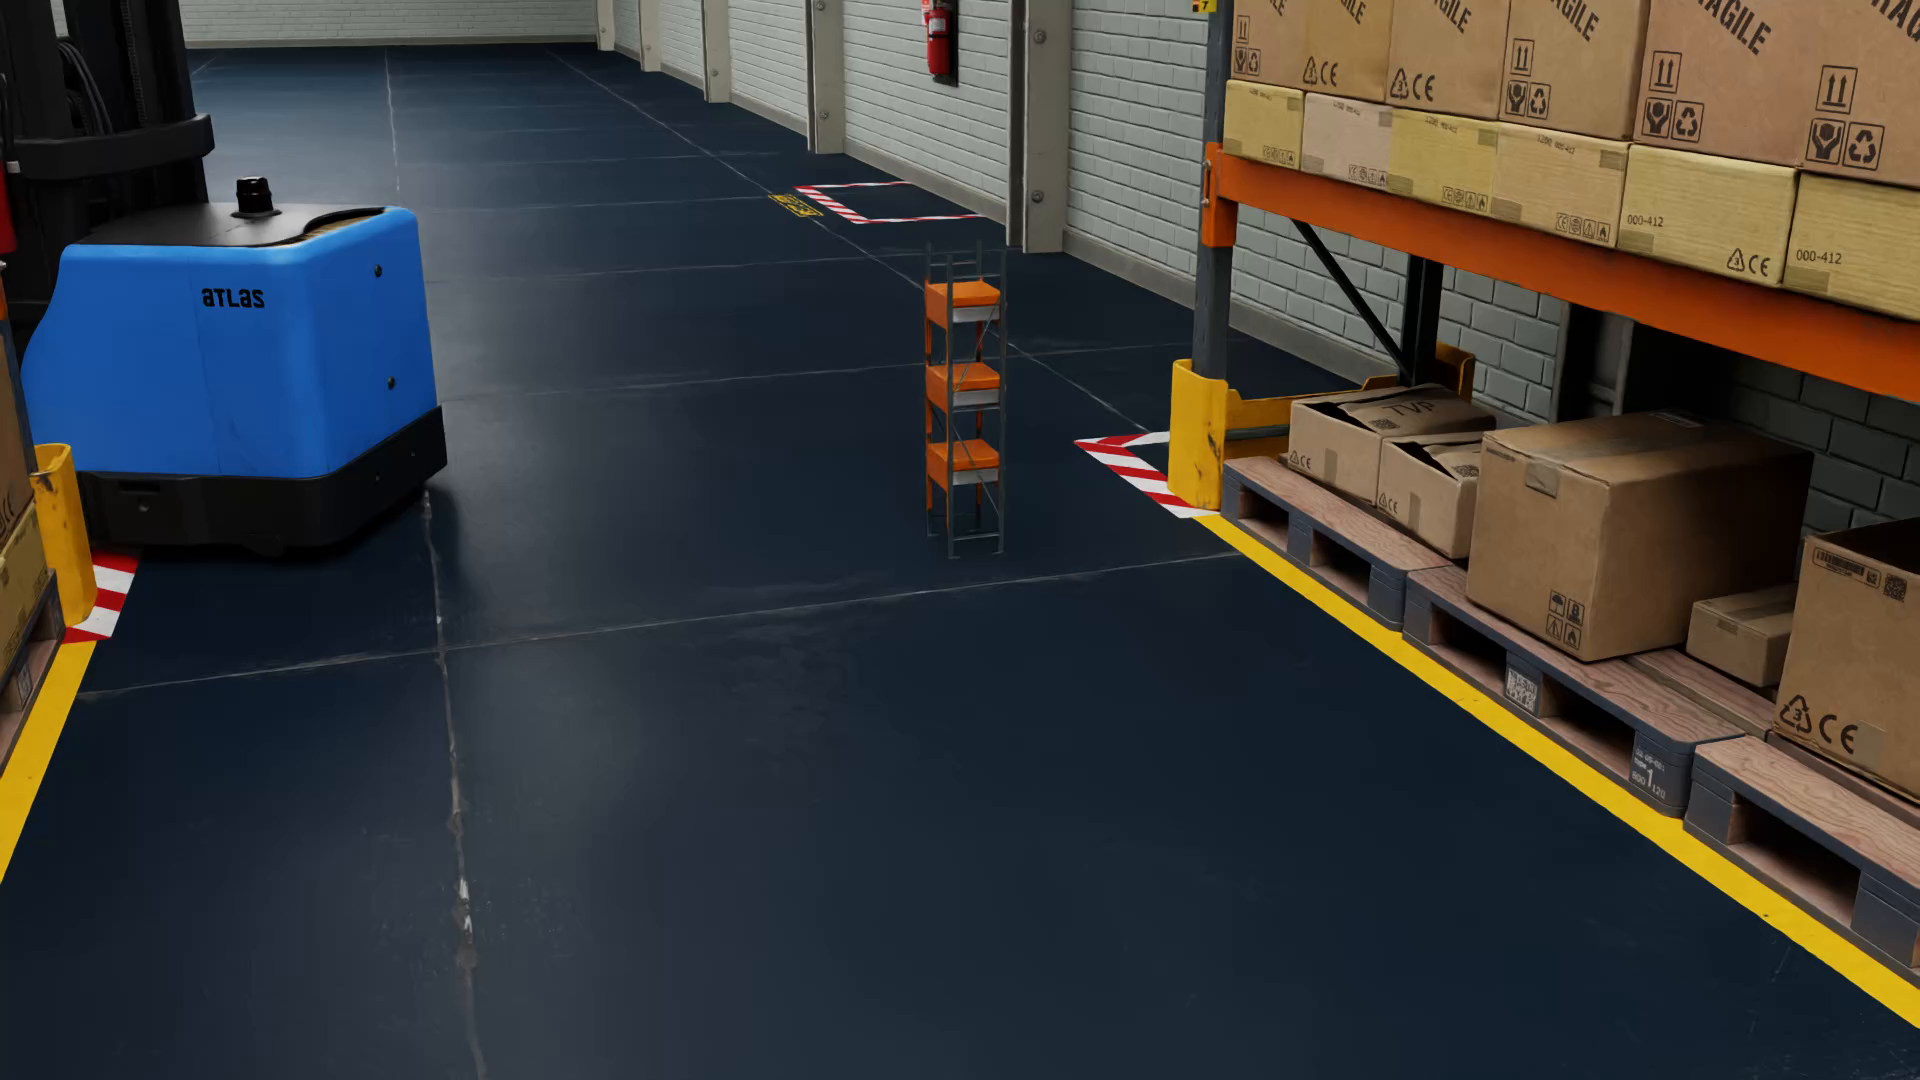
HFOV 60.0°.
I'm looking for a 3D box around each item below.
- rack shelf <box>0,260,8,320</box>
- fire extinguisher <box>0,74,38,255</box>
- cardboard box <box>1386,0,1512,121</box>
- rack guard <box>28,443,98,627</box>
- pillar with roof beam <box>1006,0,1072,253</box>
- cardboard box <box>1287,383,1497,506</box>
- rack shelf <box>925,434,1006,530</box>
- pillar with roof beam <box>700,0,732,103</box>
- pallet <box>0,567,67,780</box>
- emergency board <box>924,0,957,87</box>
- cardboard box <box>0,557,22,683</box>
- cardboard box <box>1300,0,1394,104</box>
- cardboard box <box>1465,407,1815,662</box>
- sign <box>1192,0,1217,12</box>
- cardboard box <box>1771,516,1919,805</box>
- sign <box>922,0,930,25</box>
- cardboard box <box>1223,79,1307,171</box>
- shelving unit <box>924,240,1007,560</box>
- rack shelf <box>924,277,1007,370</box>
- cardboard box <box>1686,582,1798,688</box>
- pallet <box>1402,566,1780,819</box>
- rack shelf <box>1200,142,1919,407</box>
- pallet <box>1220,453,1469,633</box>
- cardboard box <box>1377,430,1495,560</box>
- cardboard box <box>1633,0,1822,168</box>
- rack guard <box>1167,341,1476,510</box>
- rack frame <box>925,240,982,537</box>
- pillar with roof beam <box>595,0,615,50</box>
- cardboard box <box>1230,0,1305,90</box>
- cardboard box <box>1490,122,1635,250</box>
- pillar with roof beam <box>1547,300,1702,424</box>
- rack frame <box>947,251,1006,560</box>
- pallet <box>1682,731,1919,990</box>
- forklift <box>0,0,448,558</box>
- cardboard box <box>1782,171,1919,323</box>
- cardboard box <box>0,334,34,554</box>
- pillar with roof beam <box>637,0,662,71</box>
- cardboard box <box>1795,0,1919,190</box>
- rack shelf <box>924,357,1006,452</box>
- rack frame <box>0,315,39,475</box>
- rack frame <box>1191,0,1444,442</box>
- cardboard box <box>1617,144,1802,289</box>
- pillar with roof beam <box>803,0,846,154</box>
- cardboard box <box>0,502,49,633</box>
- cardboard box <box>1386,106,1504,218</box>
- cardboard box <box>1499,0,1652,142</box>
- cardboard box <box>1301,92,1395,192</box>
[{"bbox_3d":[-2.697,-0.150,2.961,1.077,0.370,4.000,-6,21,-17],"label":"rack shelf"},{"bbox_3d":[-2.922,-1.181,4.882,0.296,0.674,0.183,-6,21,-17],"label":"fire extinguisher"},{"bbox_3d":[1.543,-1.438,4.567,0.500,0.500,0.500,-7,21,-19],"label":"cardboard box"},{"bbox_3d":[-3.333,0.038,5.070,1.175,0.500,0.348,-6,21,-17],"label":"rack guard"},{"bbox_3d":[-3.556,-5.817,8.798,9.100,9.000,0.400,-6,21,-17],"label":"pillar with roof beam"},{"bbox_3d":[1.508,-0.368,5.830,0.500,0.311,0.500,-9,22,-23],"label":"cardboard box"},{"bbox_3d":[0.017,-0.205,5.789,0.215,0.259,0.240,-6,21,-17],"label":"rack shelf"},{"bbox_3d":[-7.327,-9.667,19.520,9.100,9.000,0.400,-6,21,-17],"label":"pillar with roof beam"},{"bbox_3d":[-3.045,0.423,4.427,1.003,0.211,1.213,-6,21,-17],"label":"pallet"},{"bbox_3d":[-0.209,-4.248,13.305,0.194,1.169,0.643,-6,21,-17],"label":"emergency board"},{"bbox_3d":[-2.708,0.266,4.185,0.500,0.250,0.500,-6,21,-17],"label":"cardboard box"},{"bbox_3d":[1.386,-1.605,5.030,0.500,0.500,0.500,-6,21,-17],"label":"cardboard box"},{"bbox_3d":[1.870,-0.033,4.619,0.700,0.500,0.500,-8,21,-21],"label":"cardboard box"},{"bbox_3d":[0.861,-2.008,5.788,0.100,0.325,0.005,-6,21,-17],"label":"sign"},{"bbox_3d":[2.269,0.266,3.785,0.500,0.500,0.500,-8,21,-21],"label":"cardboard box"},{"bbox_3d":[-0.285,-4.453,13.824,0.001,0.329,0.234,-6,21,-17],"label":"sign"},{"bbox_3d":[1.228,-1.406,5.587,0.500,0.250,0.500,-7,21,-19],"label":"cardboard box"},{"bbox_3d":[0.017,-0.477,5.691,0.215,1.050,0.252,-6,21,-17],"label":"shelving unit"},{"bbox_3d":[0.017,-0.734,5.599,0.215,0.259,0.240,-6,21,-17],"label":"rack shelf"},{"bbox_3d":[2.149,0.245,4.364,0.380,0.149,0.250,-8,21,-22],"label":"cardboard box"},{"bbox_3d":[2.001,0.334,4.674,1.003,0.211,1.213,-6,21,-17],"label":"pallet"},{"bbox_3d":[2.004,-0.678,4.430,1.077,0.370,4.000,-6,21,-17],"label":"rack shelf"},{"bbox_3d":[1.622,-0.057,5.762,1.003,0.211,1.213,-6,21,-17],"label":"pallet"},{"bbox_3d":[1.687,-0.185,5.321,0.500,0.311,0.500,-5,20,-13],"label":"cardboard box"},{"bbox_3d":[1.881,-1.107,3.645,0.500,0.500,0.500,-7,21,-19],"label":"cardboard box"},{"bbox_3d":[1.400,-0.457,6.450,1.175,0.500,0.348,-6,21,-17],"label":"rack guard"},{"bbox_3d":[-0.022,-0.516,5.800,0.200,1.050,0.008,-6,21,-17],"label":"rack frame"},{"bbox_3d":[-11.099,-13.518,30.241,9.100,9.000,0.400,-6,21,-17],"label":"pillar with roof beam"},{"bbox_3d":[1.241,-1.765,5.475,0.500,0.500,0.500,-6,21,-17],"label":"cardboard box"},{"bbox_3d":[1.716,-0.915,4.218,0.500,0.250,0.500,-6,21,-17],"label":"cardboard box"},{"bbox_3d":[-1.670,-3.891,3.438,9.100,9.000,0.400,-6,21,-17],"label":"pillar with roof beam"},{"bbox_3d":[0.055,-0.438,5.582,0.200,1.050,0.008,-6,21,-17],"label":"rack frame"},{"bbox_3d":[2.388,0.726,3.582,1.003,0.211,1.213,-6,21,-17],"label":"pallet"},{"bbox_3d":[-3.565,-1.518,5.807,3.031,2.935,1.130,2,20,6],"label":"forklift"},{"bbox_3d":[2.048,-0.594,3.324,0.500,0.250,0.500,-6,21,-17],"label":"cardboard box"},{"bbox_3d":[-2.875,-0.246,4.502,0.500,0.500,0.500,-6,21,-17],"label":"cardboard box"},{"bbox_3d":[-9.213,-11.593,24.880,9.100,9.000,0.400,-6,21,-17],"label":"pillar with roof beam"},{"bbox_3d":[2.029,-0.944,3.192,0.500,0.500,0.500,-7,21,-18],"label":"cardboard box"},{"bbox_3d":[0.017,-0.467,5.695,0.215,0.259,0.240,-6,21,-17],"label":"rack shelf"},{"bbox_3d":[-3.326,-1.130,4.626,1.000,3.000,0.127,-6,21,-17],"label":"rack frame"},{"bbox_3d":[1.376,-1.658,6.095,1.000,3.000,0.127,-6,21,-17],"label":"rack frame"},{"bbox_3d":[1.875,-0.753,3.769,0.500,0.250,0.500,-7,21,-18],"label":"cardboard box"},{"bbox_3d":[-5.441,-7.742,14.159,9.100,9.000,0.400,-6,21,-17],"label":"pillar with roof beam"},{"bbox_3d":[-2.877,0.107,4.628,0.500,0.250,0.500,-6,21,-17],"label":"cardboard box"},{"bbox_3d":[1.559,-1.077,4.670,0.500,0.250,0.500,-7,21,-18],"label":"cardboard box"},{"bbox_3d":[1.716,-1.274,4.109,0.500,0.500,0.500,-6,21,-16],"label":"cardboard box"},{"bbox_3d":[1.405,-1.241,5.127,0.500,0.250,0.500,-7,21,-19],"label":"cardboard box"}]
